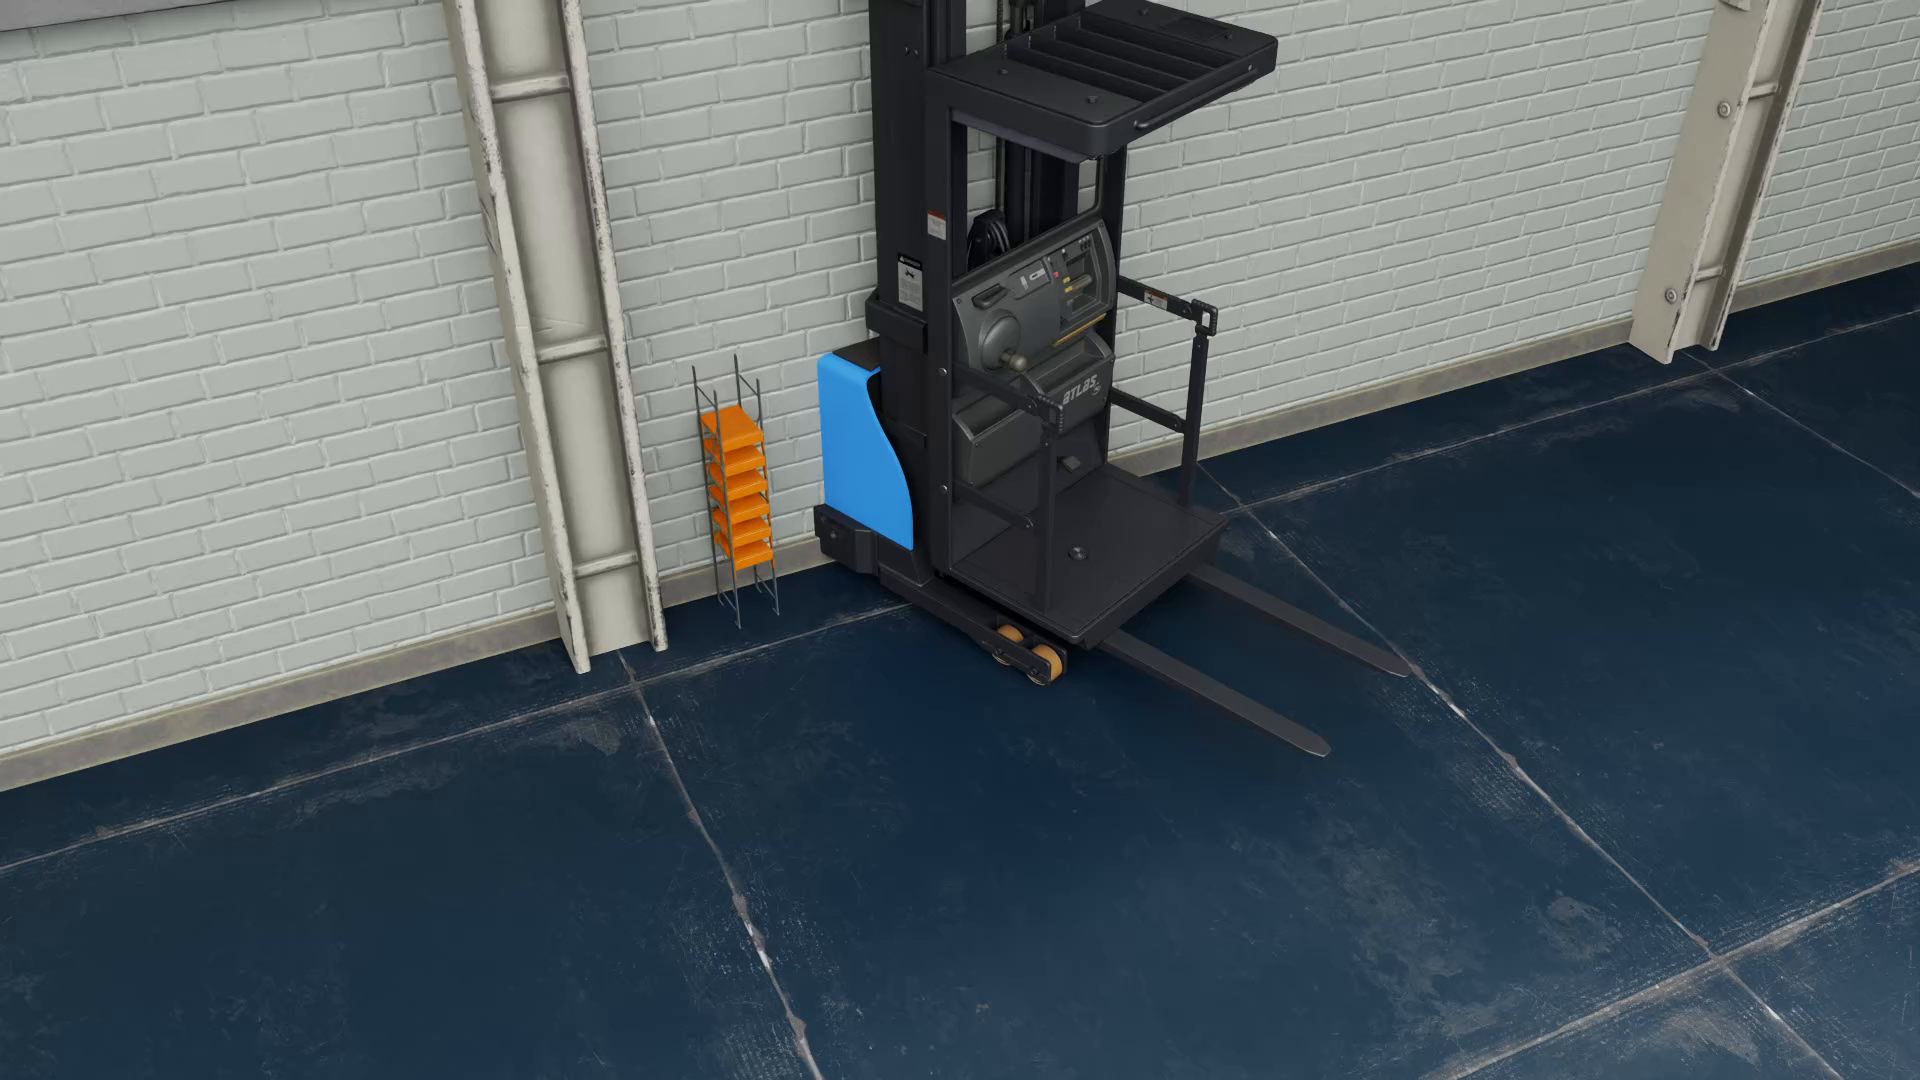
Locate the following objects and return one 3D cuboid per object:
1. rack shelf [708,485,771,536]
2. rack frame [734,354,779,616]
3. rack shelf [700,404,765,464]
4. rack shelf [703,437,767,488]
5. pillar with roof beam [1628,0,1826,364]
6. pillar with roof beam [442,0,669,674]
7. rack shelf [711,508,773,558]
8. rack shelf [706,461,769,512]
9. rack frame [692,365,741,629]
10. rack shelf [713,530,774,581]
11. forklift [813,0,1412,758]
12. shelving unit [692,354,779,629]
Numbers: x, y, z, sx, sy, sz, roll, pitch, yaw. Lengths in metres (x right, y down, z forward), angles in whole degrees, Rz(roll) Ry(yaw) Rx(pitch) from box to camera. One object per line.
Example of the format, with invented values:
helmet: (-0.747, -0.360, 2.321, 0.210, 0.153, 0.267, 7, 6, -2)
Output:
rack shelf: (-0.936, -0.149, 7.019, 0.180, 0.103, 0.258, -19, 41, -24)
rack frame: (-0.857, -0.212, 7.029, 0.006, 1.200, 0.240, -19, 41, -24)
rack shelf: (-0.936, -0.438, 6.804, 0.180, 0.103, 0.258, -19, 41, -24)
rack shelf: (-0.936, -0.342, 6.876, 0.180, 0.103, 0.258, -19, 41, -24)
pillar with roof beam: (5.768, -2.380, 3.405, 0.400, 9.000, 9.100, -16, 39, -20)
pillar with roof beam: (0.337, -0.862, 1.358, 0.400, 9.000, 9.100, -16, 39, -20)
rack shelf: (-0.936, -0.053, 7.090, 0.180, 0.103, 0.258, -19, 41, -24)
rack shelf: (-0.936, -0.246, 6.947, 0.180, 0.103, 0.258, -19, 41, -24)
rack frame: (-1.016, -0.158, 6.955, 0.006, 1.200, 0.240, -19, 41, -24)
rack shelf: (-0.936, 0.044, 7.162, 0.180, 0.103, 0.258, -19, 41, -24)
forklift: (0.467, -0.928, 6.541, 3.031, 2.935, 1.130, 28, 45, 32)
shelving unit: (-0.936, -0.185, 6.992, 0.189, 1.200, 0.258, -19, 41, -24)
